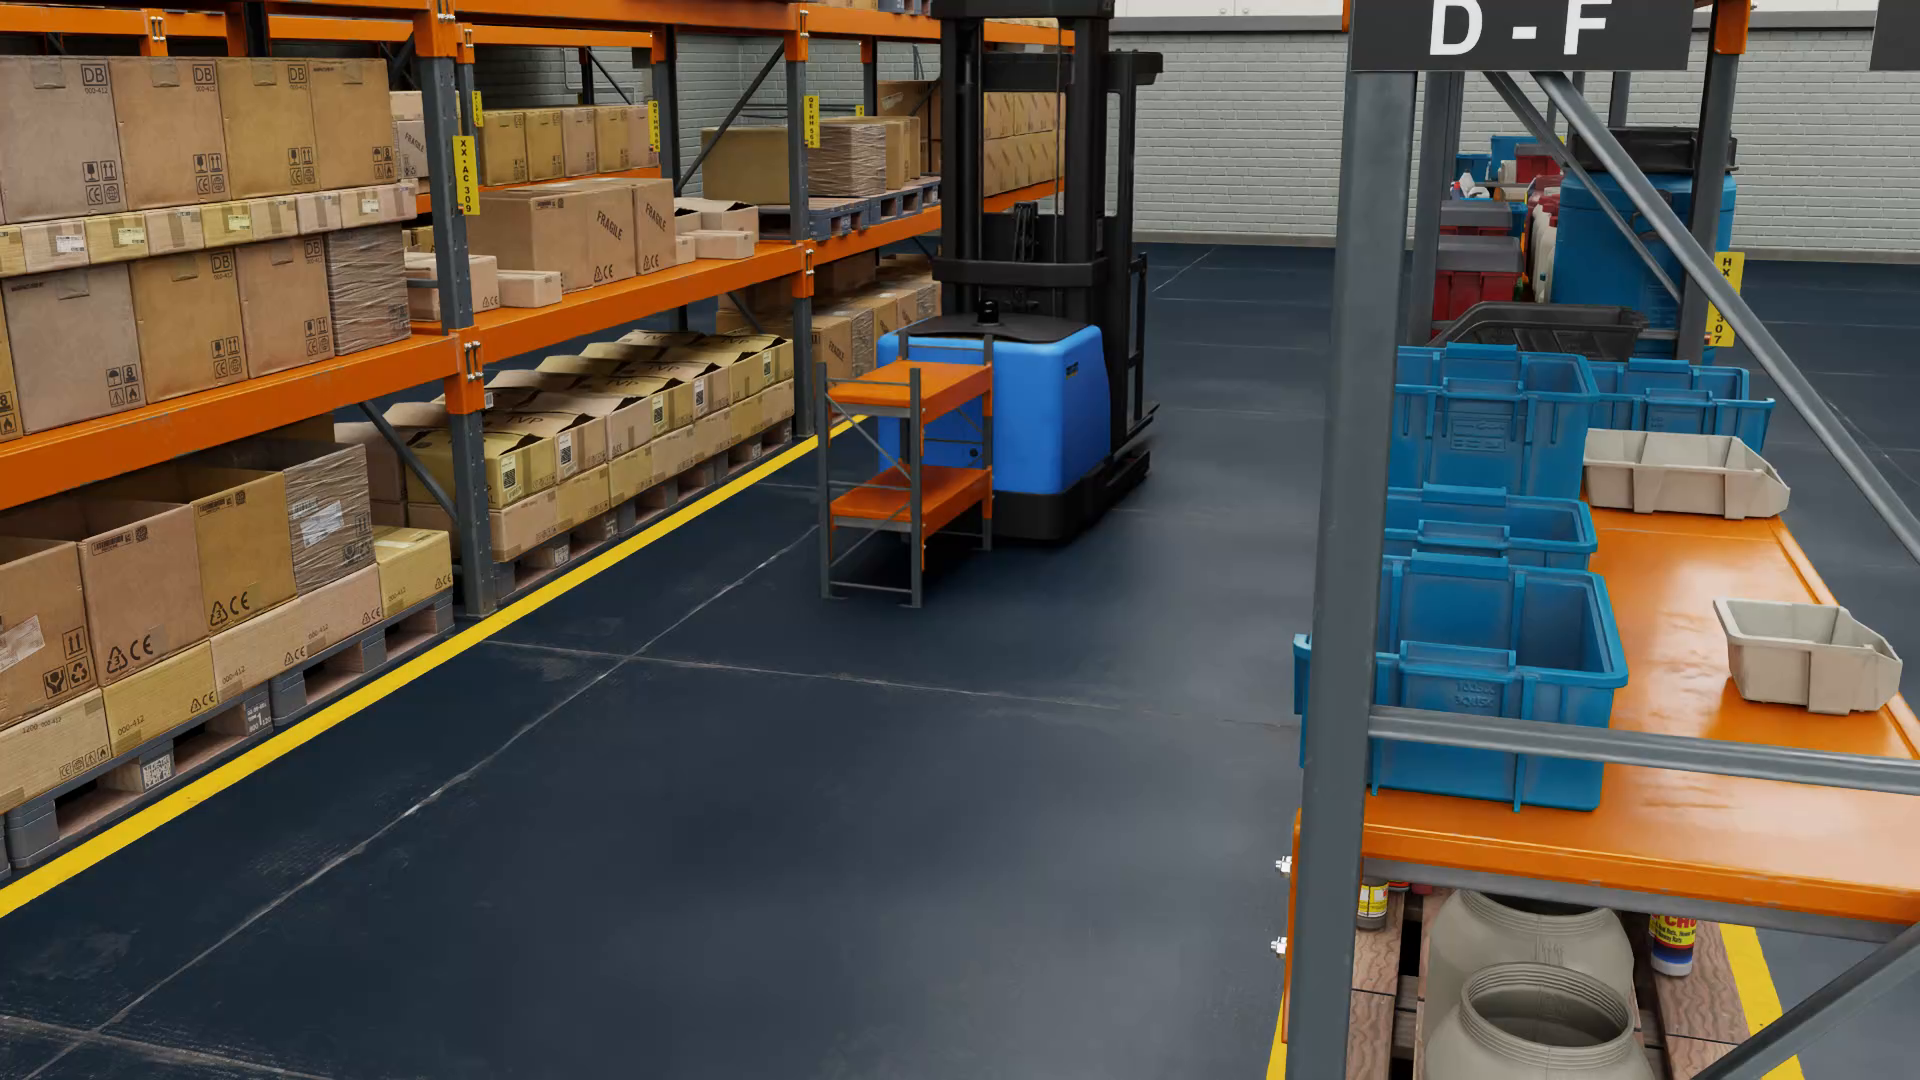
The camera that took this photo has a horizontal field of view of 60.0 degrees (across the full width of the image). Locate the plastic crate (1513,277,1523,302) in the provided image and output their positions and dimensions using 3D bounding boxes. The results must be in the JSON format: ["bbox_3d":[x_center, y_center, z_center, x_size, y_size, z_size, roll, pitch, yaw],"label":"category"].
[{"bbox_3d":[2.348,-1.123,7.680,0.450,0.188,0.662,5,16,16],"label":"plastic crate"}]

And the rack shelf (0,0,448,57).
[{"bbox_3d":[-3.193,-1.706,5.169,1.077,0.370,4.000,5,16,16],"label":"rack shelf"}]

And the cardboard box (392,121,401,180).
[{"bbox_3d":[-5.278,-3.404,14.569,0.500,0.500,0.500,5,16,16],"label":"cardboard box"}]

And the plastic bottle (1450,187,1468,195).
[{"bbox_3d":[3.637,-2.447,12.186,0.152,0.276,0.135,5,16,16],"label":"plastic bottle"}]

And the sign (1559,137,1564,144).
[{"bbox_3d":[6.066,-3.927,16.878,0.100,0.325,0.005,5,16,16],"label":"sign"}]

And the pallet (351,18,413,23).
[{"bbox_3d":[-5.315,-4.716,14.812,0.805,0.209,1.217,4,16,14],"label":"pallet"}]

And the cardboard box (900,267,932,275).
[{"bbox_3d":[-0.217,-2.083,14.451,0.500,0.500,0.500,5,16,16],"label":"cardboard box"}]

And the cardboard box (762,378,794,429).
[{"bbox_3d":[-1.403,-0.902,10.780,0.500,0.250,0.500,5,17,17],"label":"cardboard box"}]

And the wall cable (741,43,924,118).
[{"bbox_3d":[-2.015,-7.499,24.469,3.097,2.526,0.112,5,16,16],"label":"wall cable"}]

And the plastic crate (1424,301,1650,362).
[{"bbox_3d":[1.853,-0.590,5.528,0.767,0.338,0.504,5,16,16],"label":"plastic crate"}]

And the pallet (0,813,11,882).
[{"bbox_3d":[-3.584,1.052,4.733,1.003,0.211,1.213,5,16,16],"label":"pallet"}]

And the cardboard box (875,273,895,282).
[{"bbox_3d":[-0.863,-1.986,14.110,0.500,0.500,0.500,5,17,17],"label":"cardboard box"}]

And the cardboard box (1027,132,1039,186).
[{"bbox_3d":[0.485,-3.784,16.489,0.500,0.500,0.500,4,16,15],"label":"cardboard box"}]

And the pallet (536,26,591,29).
[{"bbox_3d":[-4.166,-5.861,18.660,1.003,0.211,1.213,5,16,16],"label":"pallet"}]

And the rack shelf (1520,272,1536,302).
[{"bbox_3d":[2.692,-0.924,7.910,1.077,0.370,4.000,5,16,16],"label":"rack shelf"}]

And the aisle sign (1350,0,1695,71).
[{"bbox_3d":[0.682,-0.956,1.938,0.394,0.787,0.004,5,16,16],"label":"aisle sign"}]

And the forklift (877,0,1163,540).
[{"bbox_3d":[0.524,-1.769,9.697,1.130,2.935,3.031,6,17,19],"label":"forklift"}]

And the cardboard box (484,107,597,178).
[{"bbox_3d":[-4.522,-4.275,17.855,0.980,0.700,0.700,4,16,13],"label":"cardboard box"}]

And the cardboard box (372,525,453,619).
[{"bbox_3d":[-2.547,0.127,7.155,0.500,0.250,0.500,5,16,16],"label":"cardboard box"}]

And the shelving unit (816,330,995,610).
[{"bbox_3d":[-0.243,-0.377,8.096,0.538,1.125,1.048,6,17,19],"label":"shelving unit"}]

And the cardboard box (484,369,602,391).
[{"bbox_3d":[-2.352,-0.808,9.422,0.500,0.311,0.500,4,16,15],"label":"cardboard box"}]

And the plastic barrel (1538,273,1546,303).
[{"bbox_3d":[2.647,-1.015,7.165,0.301,0.262,0.301,0,16,0],"label":"plastic barrel"}]

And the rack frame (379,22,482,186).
[{"bbox_3d":[-5.102,-3.609,16.055,1.000,3.000,0.127,5,16,16],"label":"rack frame"}]

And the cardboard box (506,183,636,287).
[{"bbox_3d":[-2.099,-1.649,8.963,0.500,0.500,0.500,5,16,16],"label":"cardboard box"}]

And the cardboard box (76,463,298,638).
[{"bbox_3d":[-2.839,0.027,6.133,0.500,0.500,0.500,5,16,16],"label":"cardboard box"}]

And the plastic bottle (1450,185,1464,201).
[{"bbox_3d":[3.376,-2.246,11.343,0.144,0.351,0.185,5,16,16],"label":"plastic bottle"}]

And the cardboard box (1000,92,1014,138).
[{"bbox_3d":[0.199,-3.991,15.388,0.500,0.500,0.500,4,16,14],"label":"cardboard box"}]

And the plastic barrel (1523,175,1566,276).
[{"bbox_3d":[3.419,-1.714,9.127,0.600,0.536,0.708,5,16,16],"label":"plastic barrel"}]

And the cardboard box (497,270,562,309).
[{"bbox_3d":[-2.177,-1.228,8.121,0.380,0.149,0.250,5,16,16],"label":"cardboard box"}]

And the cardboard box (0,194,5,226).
[{"bbox_3d":[-3.315,-1.163,4.872,0.700,0.500,0.500,5,16,16],"label":"cardboard box"}]

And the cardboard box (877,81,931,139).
[{"bbox_3d":[-0.456,-3.907,15.091,0.500,0.500,0.500,5,17,16],"label":"cardboard box"}]

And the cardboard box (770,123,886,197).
[{"bbox_3d":[-0.974,-2.827,12.347,0.700,0.500,0.500,8,18,26],"label":"cardboard box"}]

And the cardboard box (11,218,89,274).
[{"bbox_3d":[-3.006,-0.934,5.254,0.380,0.149,0.250,5,17,16],"label":"cardboard box"}]

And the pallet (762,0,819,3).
[{"bbox_3d":[-1.595,-3.347,9.980,1.213,0.211,1.003,5,17,18],"label":"pallet"}]

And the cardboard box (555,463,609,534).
[{"bbox_3d":[-2.126,-0.232,8.418,0.500,0.250,0.500,5,17,17],"label":"cardboard box"}]

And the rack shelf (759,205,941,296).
[{"bbox_3d":[-0.919,-2.356,12.957,1.077,0.370,4.000,5,16,16],"label":"rack shelf"}]

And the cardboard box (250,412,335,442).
[{"bbox_3d":[-3.057,-0.275,7.198,0.500,0.500,0.500,5,16,16],"label":"cardboard box"}]

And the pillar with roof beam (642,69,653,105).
[{"bbox_3d":[0.101,-7.981,20.476,9.100,9.000,0.400,5,16,16],"label":"pillar with roof beam"}]

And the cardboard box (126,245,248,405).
[{"bbox_3d":[-3.035,-0.795,5.950,0.700,0.500,0.500,5,17,17],"label":"cardboard box"}]

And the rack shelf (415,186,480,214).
[{"bbox_3d":[-5.670,-2.739,14.308,1.077,0.370,4.000,5,16,16],"label":"rack shelf"}]

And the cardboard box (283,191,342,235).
[{"bbox_3d":[-2.641,-1.272,6.444,0.380,0.149,0.250,4,16,14],"label":"cardboard box"}]

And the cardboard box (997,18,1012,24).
[{"bbox_3d":[0.170,-4.835,15.156,0.500,0.250,0.500,5,16,16],"label":"cardboard box"}]

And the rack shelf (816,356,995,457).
[{"bbox_3d":[-0.243,-0.658,8.016,0.538,0.278,1.000,6,17,19],"label":"rack shelf"}]

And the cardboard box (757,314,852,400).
[{"bbox_3d":[-1.084,-1.285,11.637,0.500,0.500,0.500,5,17,18],"label":"cardboard box"}]

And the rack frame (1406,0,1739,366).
[{"bbox_3d":[2.123,-0.747,5.967,1.000,3.000,0.127,5,16,16],"label":"rack frame"}]

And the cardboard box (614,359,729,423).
[{"bbox_3d":[-1.688,-0.903,9.759,0.500,0.311,0.500,5,16,16],"label":"cardboard box"}]

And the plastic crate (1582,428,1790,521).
[{"bbox_3d":[1.905,-0.176,4.436,0.530,0.136,0.437,5,16,16],"label":"plastic crate"}]

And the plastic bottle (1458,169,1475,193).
[{"bbox_3d":[3.975,-2.739,13.080,0.144,0.351,0.185,5,16,16],"label":"plastic bottle"}]
